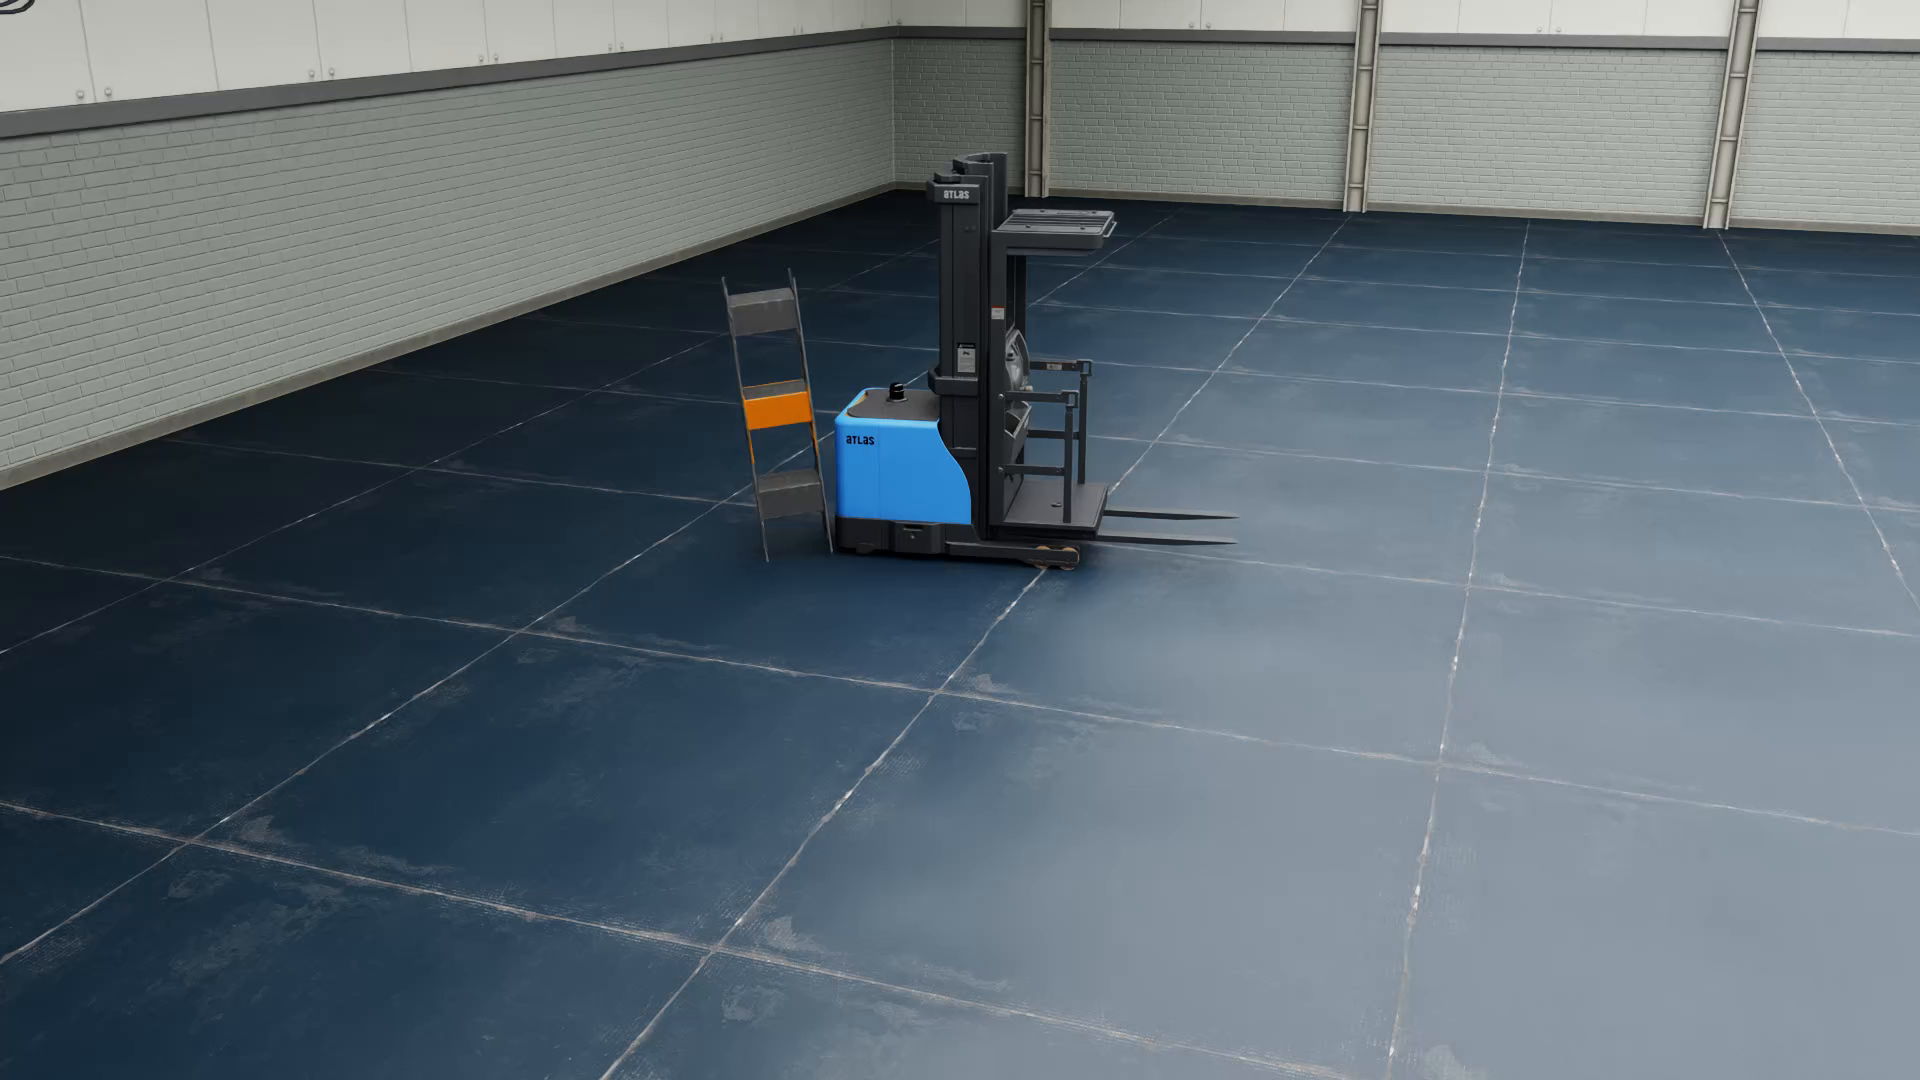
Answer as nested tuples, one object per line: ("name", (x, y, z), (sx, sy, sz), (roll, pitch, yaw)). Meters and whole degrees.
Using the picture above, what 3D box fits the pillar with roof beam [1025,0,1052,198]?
("pillar with roof beam", (0.061, -9.513, 26.612), (0.400, 9.000, 9.100), (7, 20, 18))

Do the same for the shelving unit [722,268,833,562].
("shelving unit", (-1.351, -0.915, 12.364), (0.503, 2.100, 0.431), (-9, 20, -8))

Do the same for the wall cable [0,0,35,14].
("wall cable", (-8.082, -6.343, 12.351), (0.169, 6.003, 2.305), (7, 20, 18))

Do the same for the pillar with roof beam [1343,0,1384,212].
("pillar with roof beam", (5.728, -8.865, 24.753), (0.400, 9.000, 9.100), (7, 20, 18))

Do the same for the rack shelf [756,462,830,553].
("rack shelf", (-1.278, -0.250, 12.610), (0.480, 0.518, 0.431), (-9, 20, -8))

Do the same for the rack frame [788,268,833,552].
("rack frame", (-1.113, -0.954, 12.397), (0.015, 2.100, 0.400), (-9, 20, -8))

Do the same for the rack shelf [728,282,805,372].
("rack shelf", (-1.422, -1.556, 12.127), (0.480, 0.518, 0.431), (-9, 20, -8))

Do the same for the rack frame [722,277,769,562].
("rack frame", (-1.590, -0.877, 12.331), (0.015, 2.100, 0.400), (-9, 20, -8))

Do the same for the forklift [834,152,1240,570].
("forklift", (0.615, -1.348, 12.407), (3.031, 2.935, 1.130), (3, 19, 9))

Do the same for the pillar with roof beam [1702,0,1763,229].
("pillar with roof beam", (11.396, -8.217, 22.894), (0.400, 9.000, 9.100), (7, 20, 18))

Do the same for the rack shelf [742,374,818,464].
("rack shelf", (-1.350, -0.903, 12.369), (0.480, 0.518, 0.431), (-9, 20, -8))
